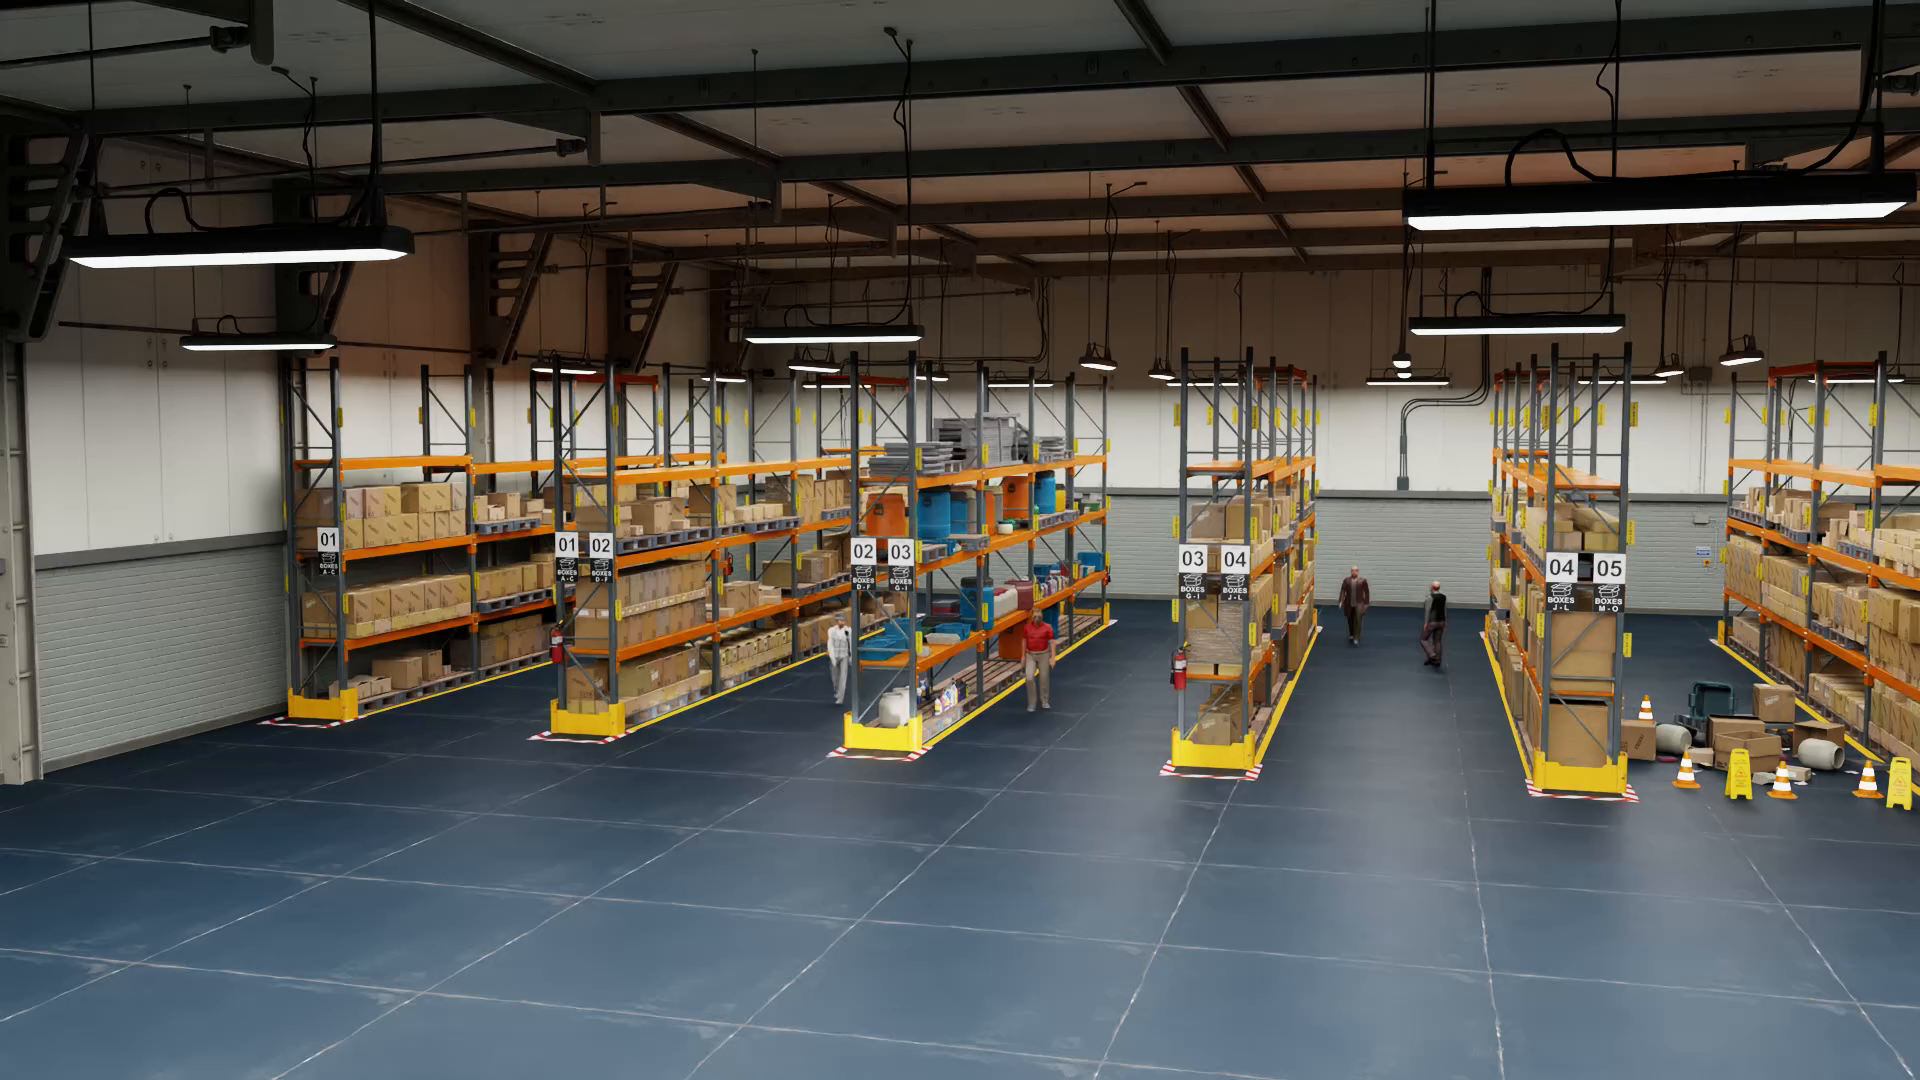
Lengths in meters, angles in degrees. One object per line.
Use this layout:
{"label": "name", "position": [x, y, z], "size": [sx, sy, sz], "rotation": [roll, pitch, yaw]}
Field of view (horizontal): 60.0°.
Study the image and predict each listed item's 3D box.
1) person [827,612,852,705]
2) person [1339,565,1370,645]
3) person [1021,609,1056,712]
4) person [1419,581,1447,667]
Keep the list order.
{"label": "person", "position": [-2.099, 2.051, 29.185], "size": [0.466, 1.582, 1.067], "rotation": [0, 4, 0]}
{"label": "person", "position": [8.703, 1.420, 36.739], "size": [0.654, 1.713, 1.141], "rotation": [1, 4, 18]}
{"label": "person", "position": [1.337, 2.070, 28.500], "size": [0.617, 1.796, 0.518], "rotation": [1, 4, 11]}
{"label": "person", "position": [9.563, 1.688, 33.451], "size": [0.573, 1.722, 0.457], "rotation": [-2, 5, -23]}
